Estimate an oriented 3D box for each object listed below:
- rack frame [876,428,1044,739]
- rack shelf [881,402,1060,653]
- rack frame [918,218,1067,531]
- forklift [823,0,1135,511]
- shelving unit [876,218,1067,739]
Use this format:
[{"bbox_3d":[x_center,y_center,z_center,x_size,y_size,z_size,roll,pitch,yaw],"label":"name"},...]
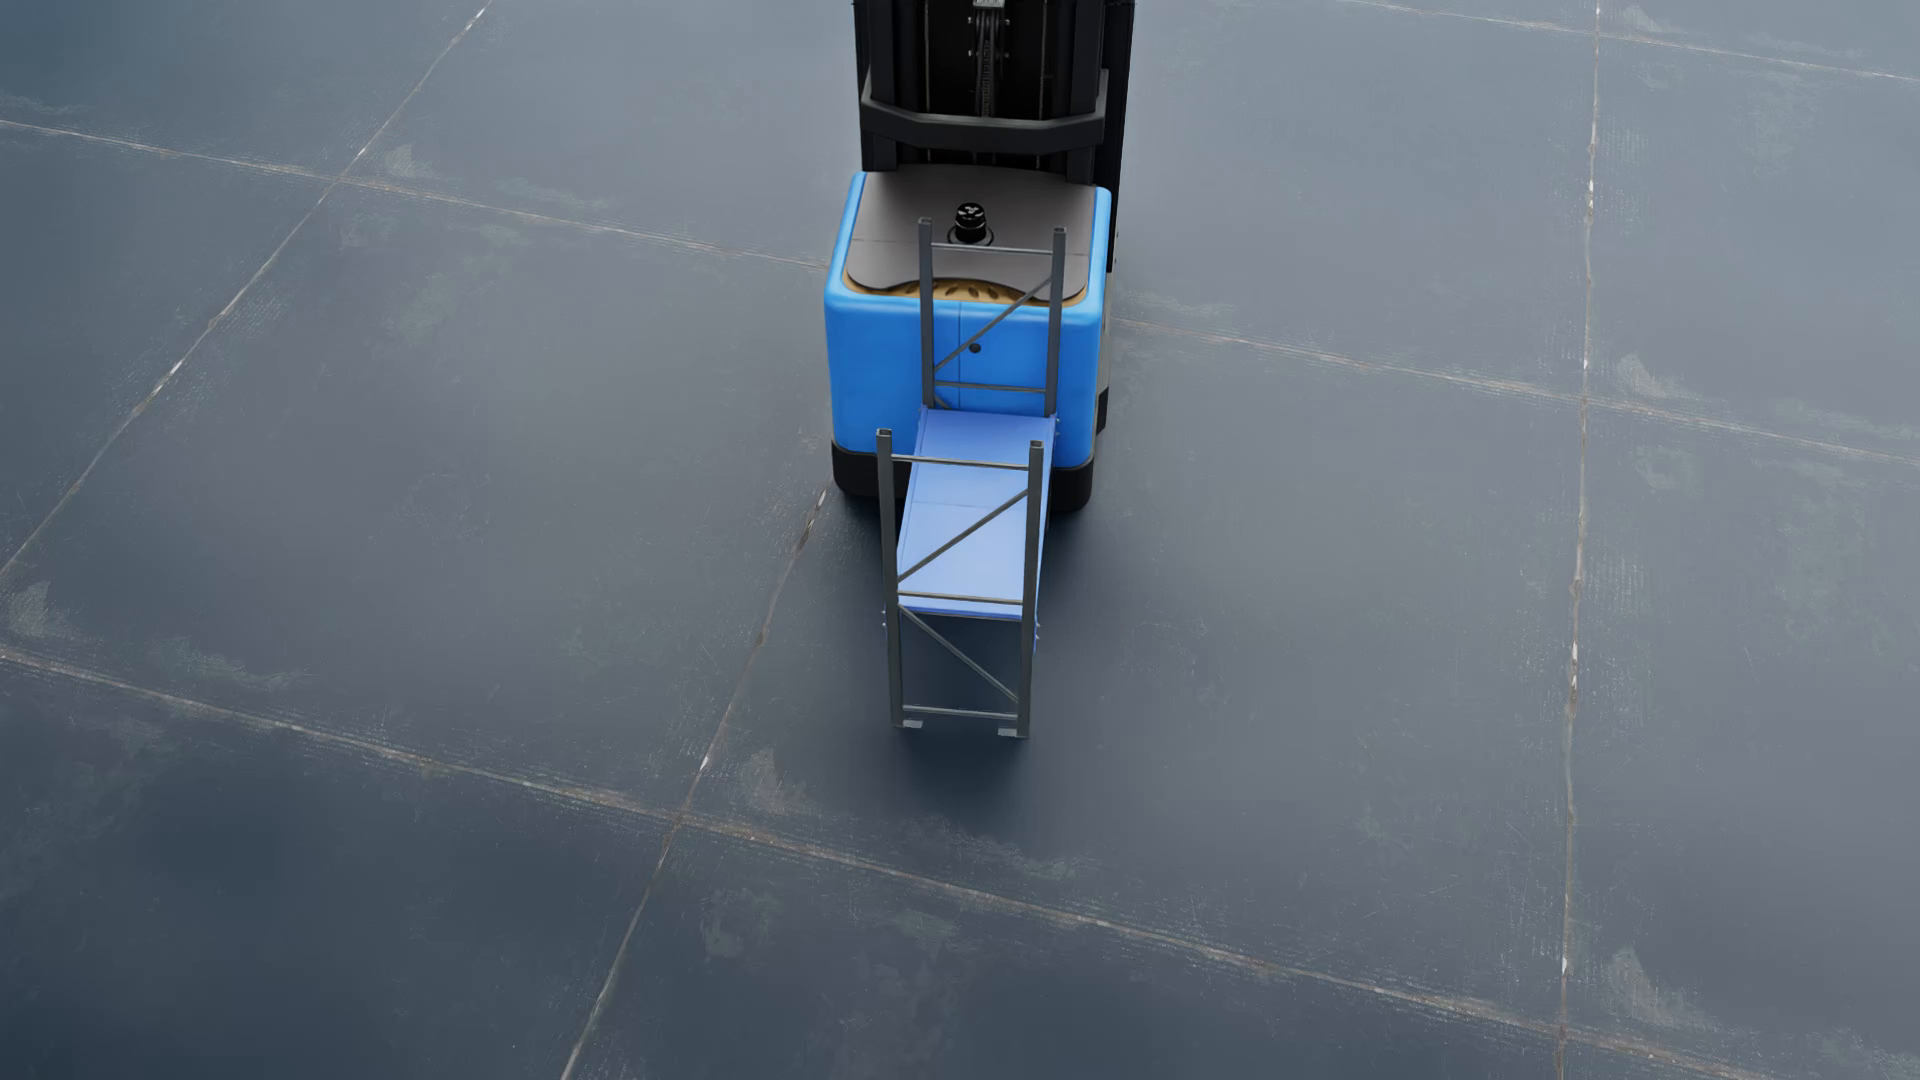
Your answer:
[{"bbox_3d":[0.000,0.194,5.498,0.500,1.500,0.032,5,49,4],"label":"rack frame"},{"bbox_3d":[0.055,-0.066,5.967,0.538,0.185,1.000,5,49,4],"label":"rack shelf"},{"bbox_3d":[0.109,-0.564,6.167,0.500,1.500,0.032,5,49,4],"label":"rack frame"},{"bbox_3d":[-7.677,2.429,2.570,15.389,2.935,16.983,5,49,4],"label":"forklift"},{"bbox_3d":[0.055,-0.185,5.832,0.538,1.500,1.048,5,49,4],"label":"shelving unit"}]
